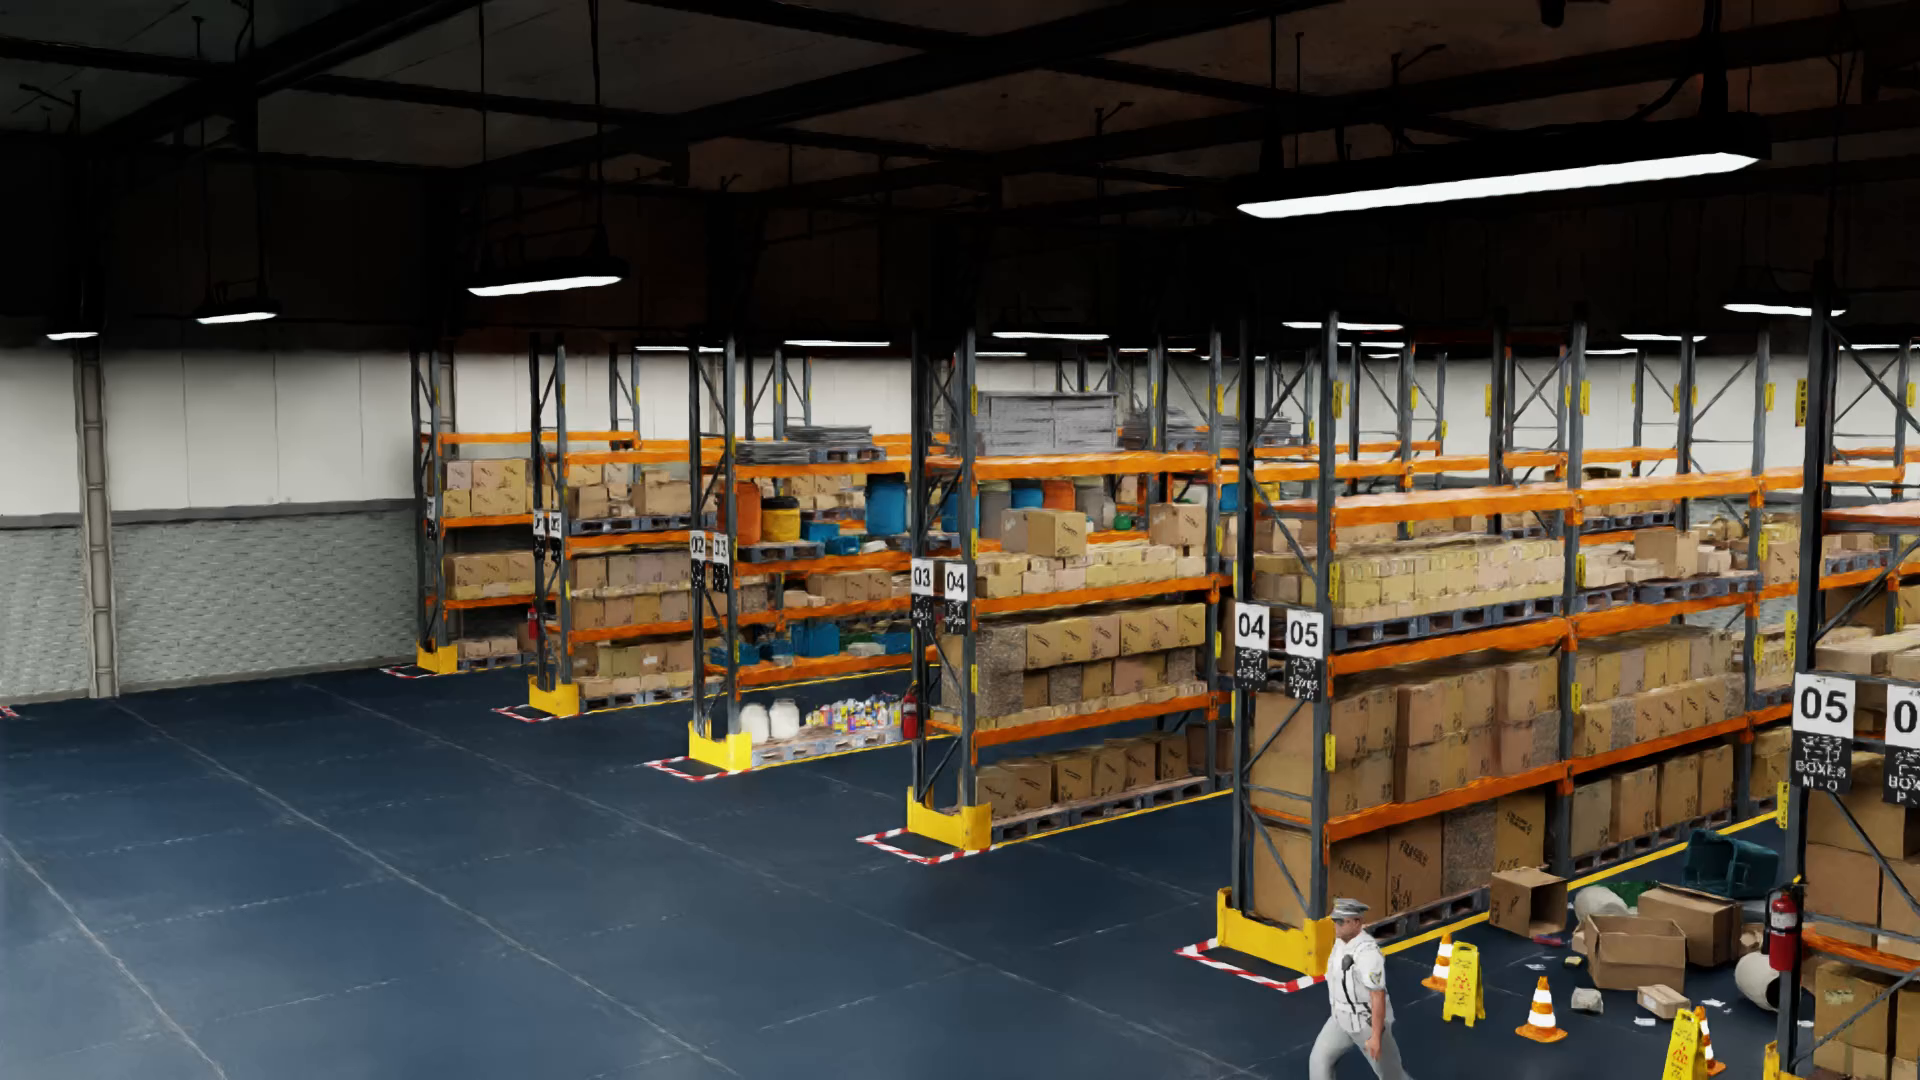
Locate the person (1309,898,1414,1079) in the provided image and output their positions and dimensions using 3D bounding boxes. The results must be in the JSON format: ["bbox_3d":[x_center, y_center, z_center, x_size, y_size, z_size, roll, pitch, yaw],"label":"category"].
[{"bbox_3d":[2.771,3.266,11.378,0.979,1.697,0.585,-2,6,-18],"label":"person"}]

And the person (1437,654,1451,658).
[{"bbox_3d":[6.530,2.228,22.405,1.193,1.700,0.588,-5,7,-41],"label":"person"}]

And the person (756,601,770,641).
[{"bbox_3d":[-3.932,1.400,32.296,0.411,1.533,0.957,5,7,42],"label":"person"}]
